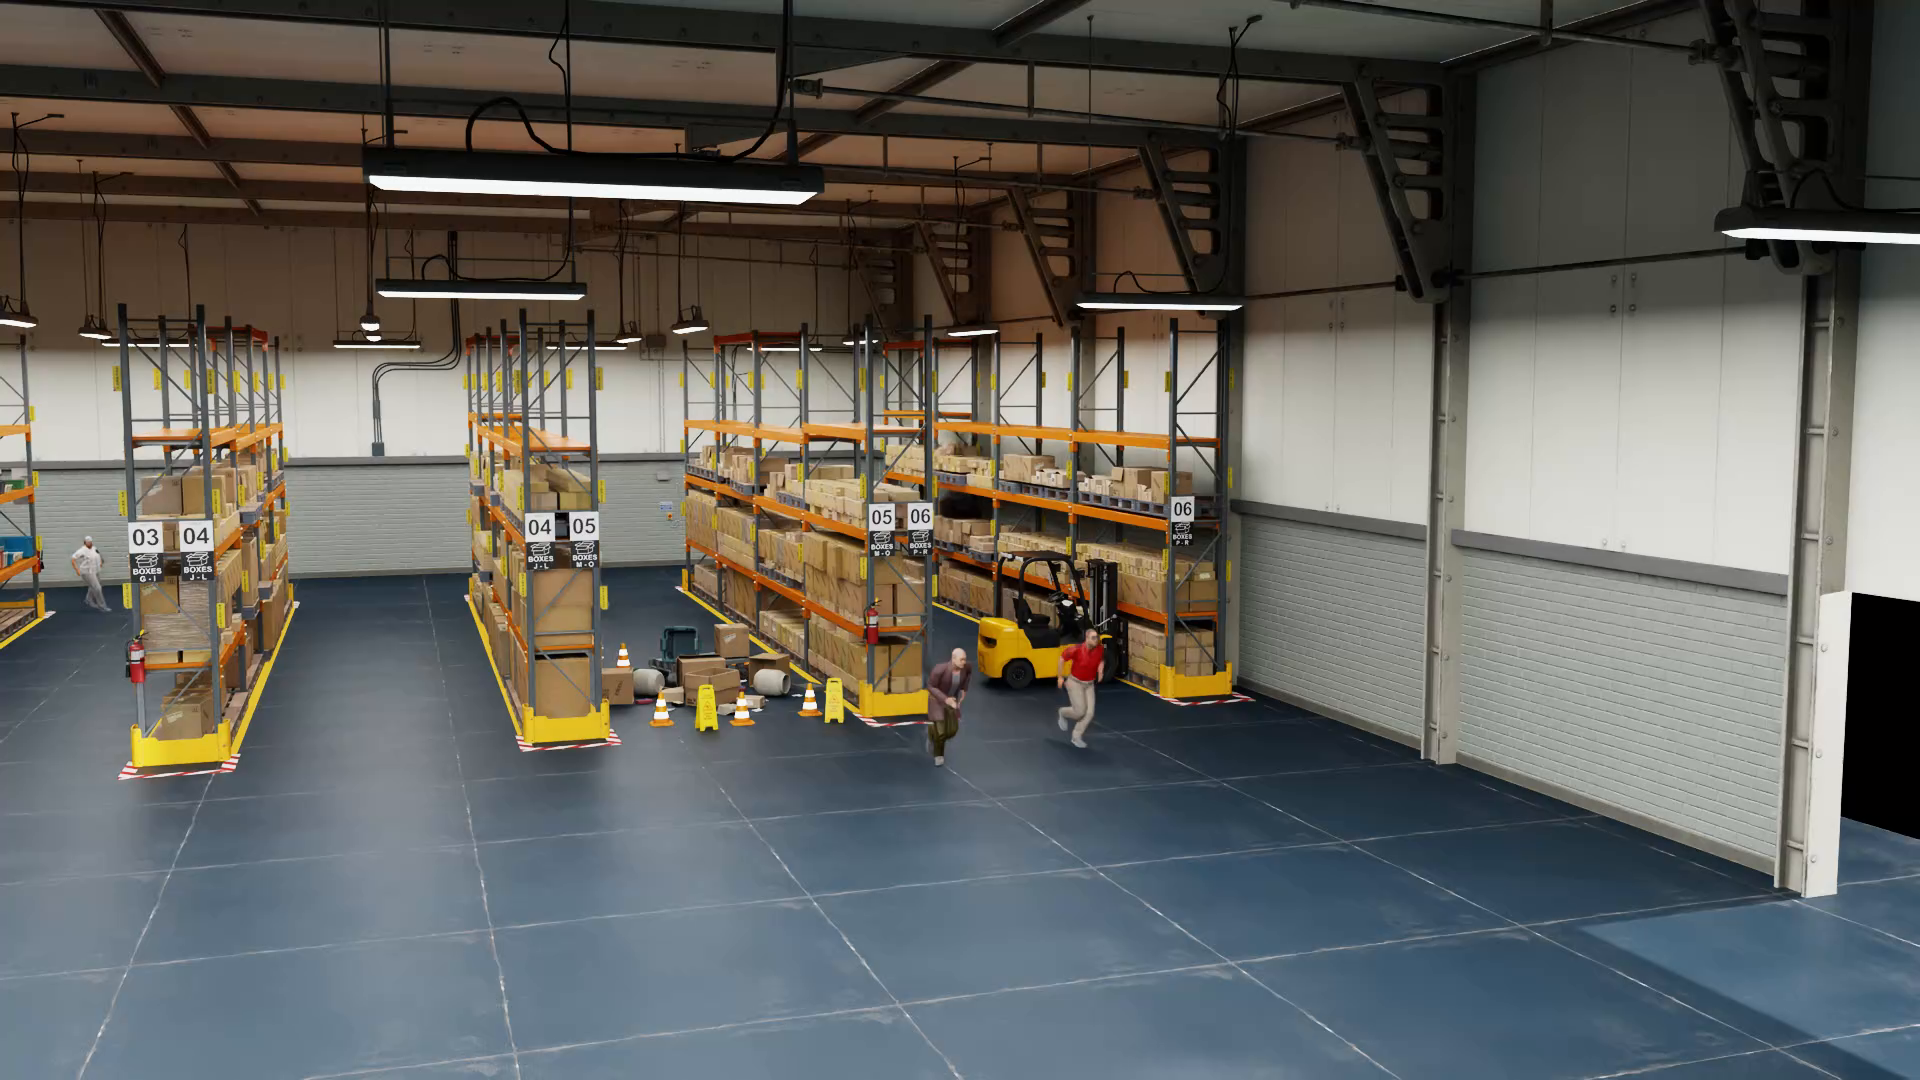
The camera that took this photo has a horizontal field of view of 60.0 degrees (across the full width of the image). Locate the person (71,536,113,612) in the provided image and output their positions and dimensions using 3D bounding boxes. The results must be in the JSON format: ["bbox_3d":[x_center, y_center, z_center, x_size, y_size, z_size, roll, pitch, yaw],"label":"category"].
[{"bbox_3d":[-18.948,0.745,36.250,0.822,1.676,0.705,2,6,15],"label":"person"}]

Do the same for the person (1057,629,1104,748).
[{"bbox_3d":[1.664,2.027,22.953,0.656,1.663,0.764,-4,7,-36],"label":"person"}]

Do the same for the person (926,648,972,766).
[{"bbox_3d":[-0.162,2.159,21.765,0.734,1.589,0.889,-4,7,-34],"label":"person"}]
